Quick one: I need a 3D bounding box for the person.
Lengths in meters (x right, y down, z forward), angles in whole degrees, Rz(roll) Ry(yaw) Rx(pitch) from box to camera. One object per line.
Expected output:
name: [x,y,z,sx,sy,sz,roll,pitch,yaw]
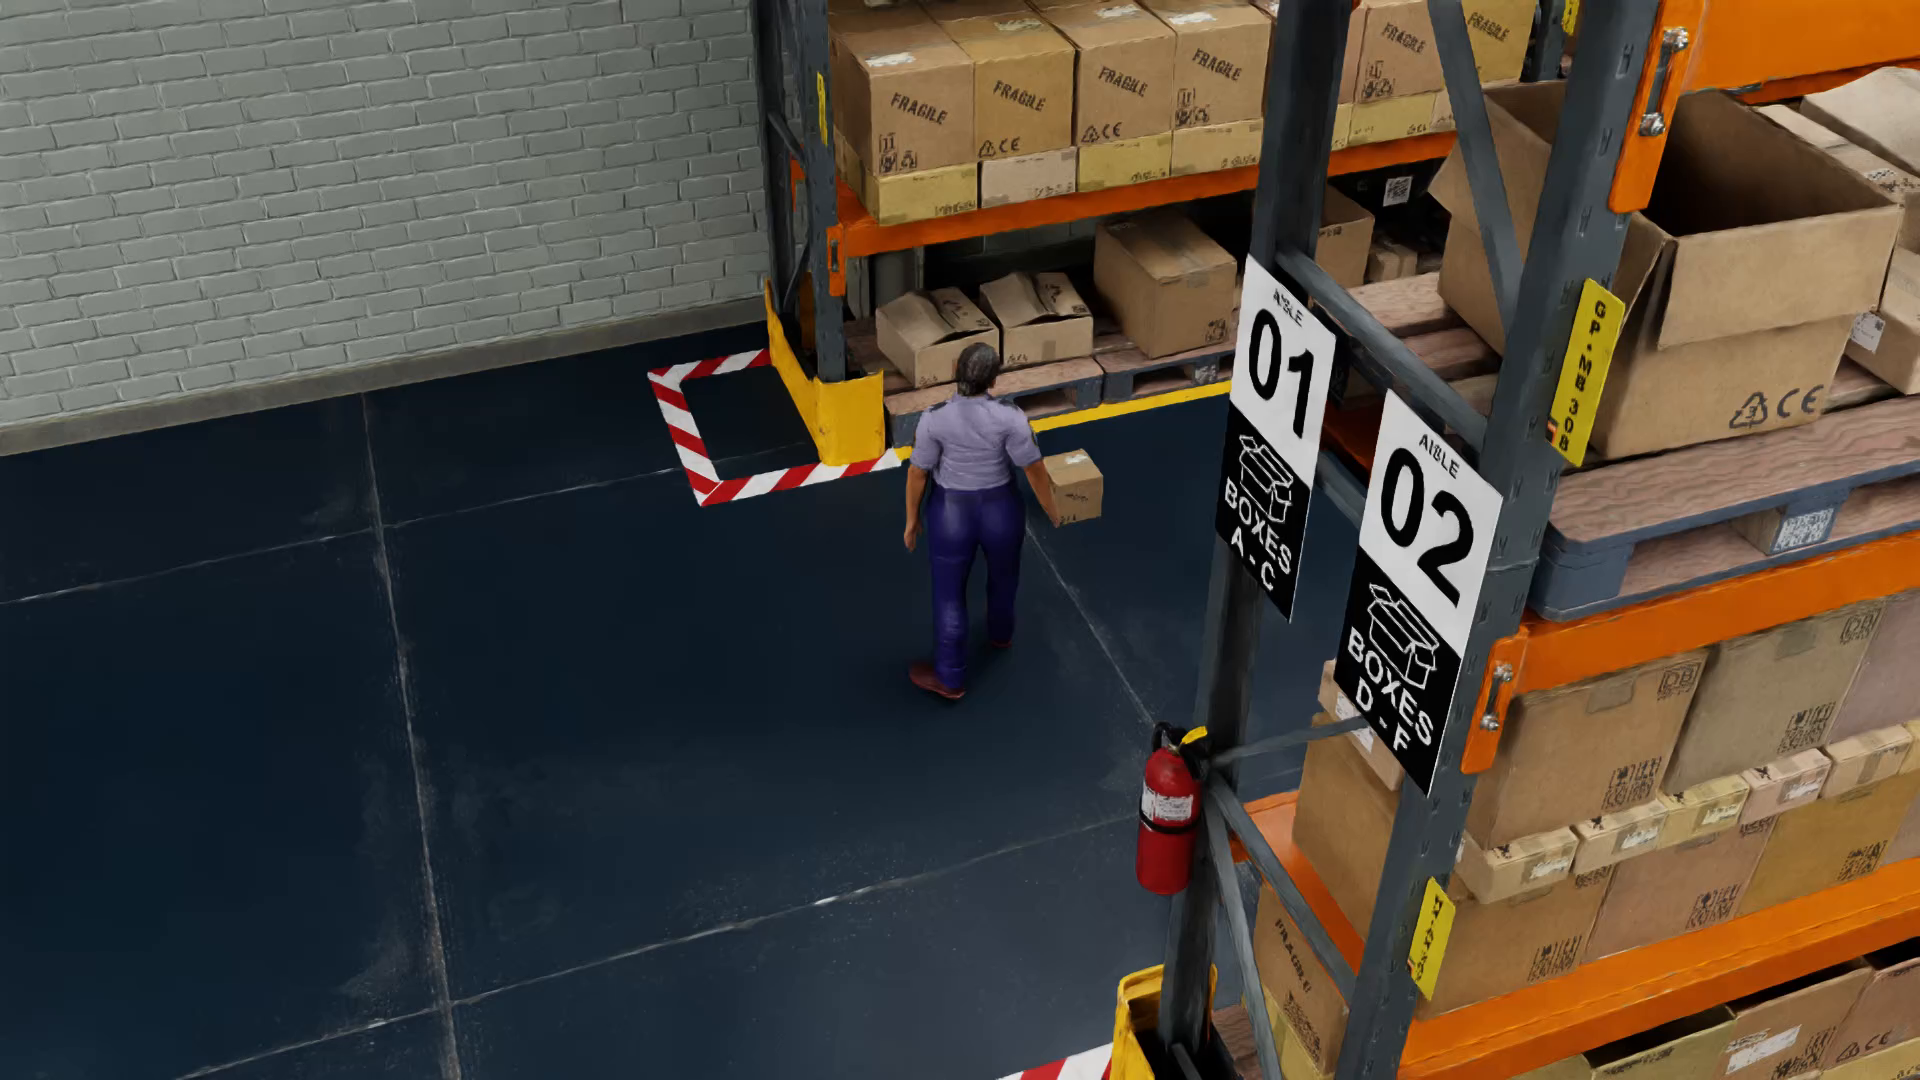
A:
person: [0.088,-0.139,6.946,0.664,1.640,0.606,-5,38,-6]
